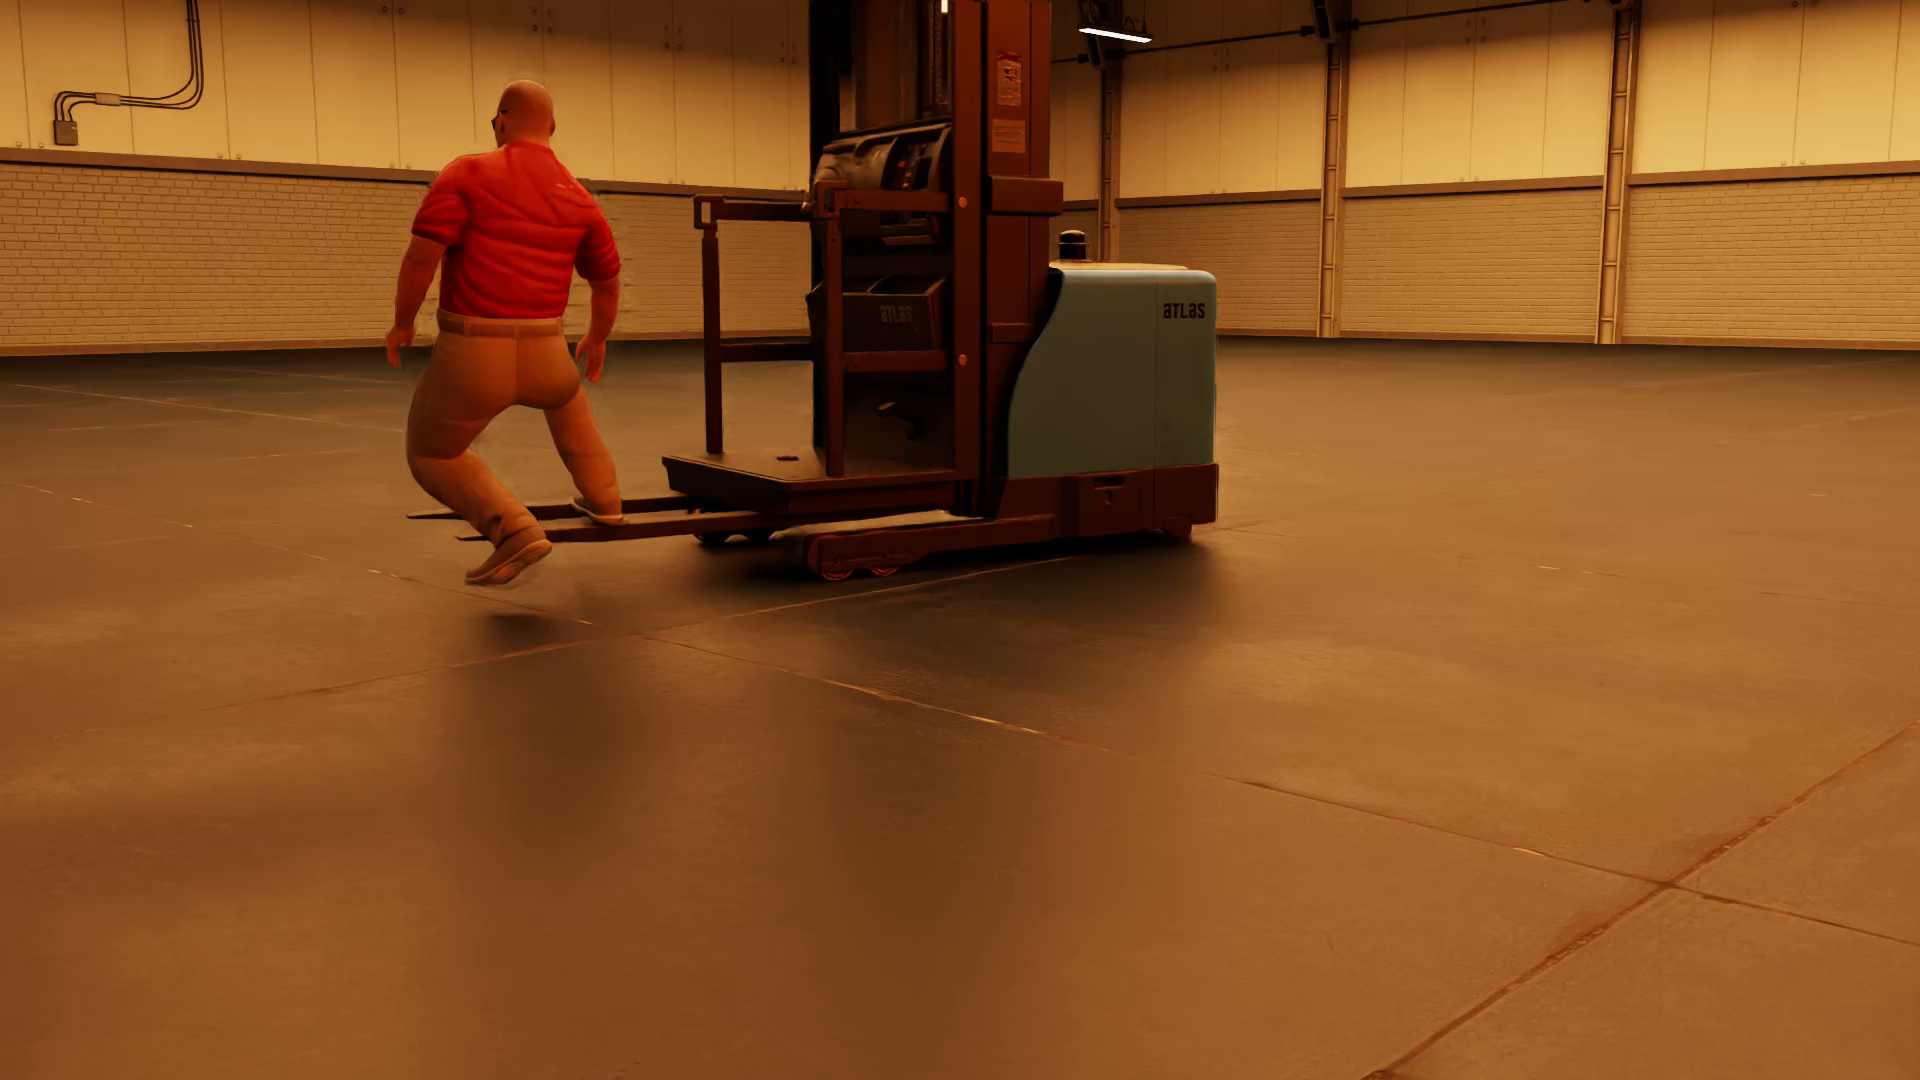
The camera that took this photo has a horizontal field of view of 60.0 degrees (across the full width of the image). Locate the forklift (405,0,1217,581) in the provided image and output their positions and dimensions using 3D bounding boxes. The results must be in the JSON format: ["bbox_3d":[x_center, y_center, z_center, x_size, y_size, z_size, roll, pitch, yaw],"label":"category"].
[{"bbox_3d":[-0.480,-1.396,6.141,3.031,2.935,1.130,-5,10,-32],"label":"forklift"}]

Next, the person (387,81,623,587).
[{"bbox_3d":[-1.406,-0.636,5.244,0.777,1.547,0.627,-6,10,-33],"label":"person"}]
